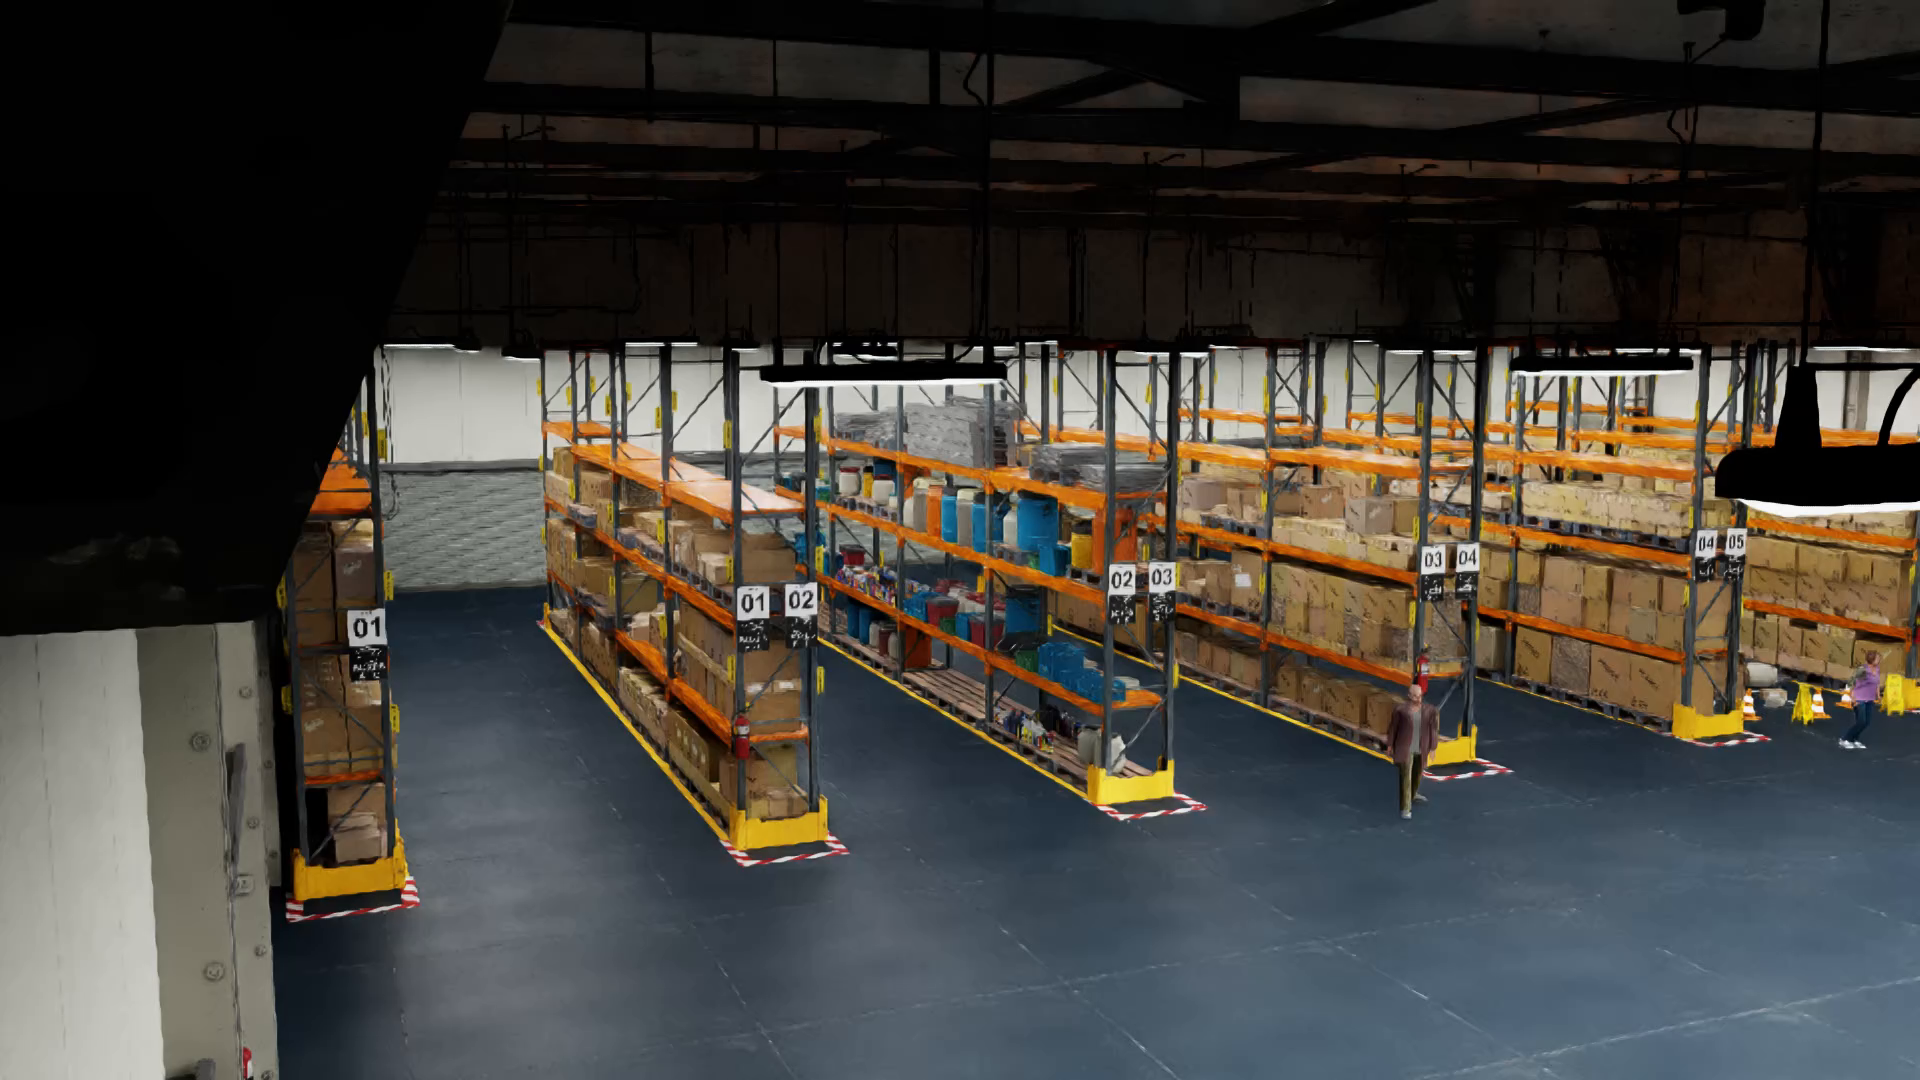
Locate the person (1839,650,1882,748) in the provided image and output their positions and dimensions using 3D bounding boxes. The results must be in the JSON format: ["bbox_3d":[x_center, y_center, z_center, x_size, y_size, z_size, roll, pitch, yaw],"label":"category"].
[{"bbox_3d":[13.402,2.375,24.727,0.566,1.526,0.517,-3,8,-25],"label":"person"}]

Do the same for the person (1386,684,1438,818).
[{"bbox_3d":[5.866,2.686,21.557,0.634,1.723,1.039,0,7,-2],"label":"person"}]

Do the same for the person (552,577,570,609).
[{"bbox_3d":[-8.674,0.827,36.036,0.518,1.677,0.476,5,9,33],"label":"person"}]
